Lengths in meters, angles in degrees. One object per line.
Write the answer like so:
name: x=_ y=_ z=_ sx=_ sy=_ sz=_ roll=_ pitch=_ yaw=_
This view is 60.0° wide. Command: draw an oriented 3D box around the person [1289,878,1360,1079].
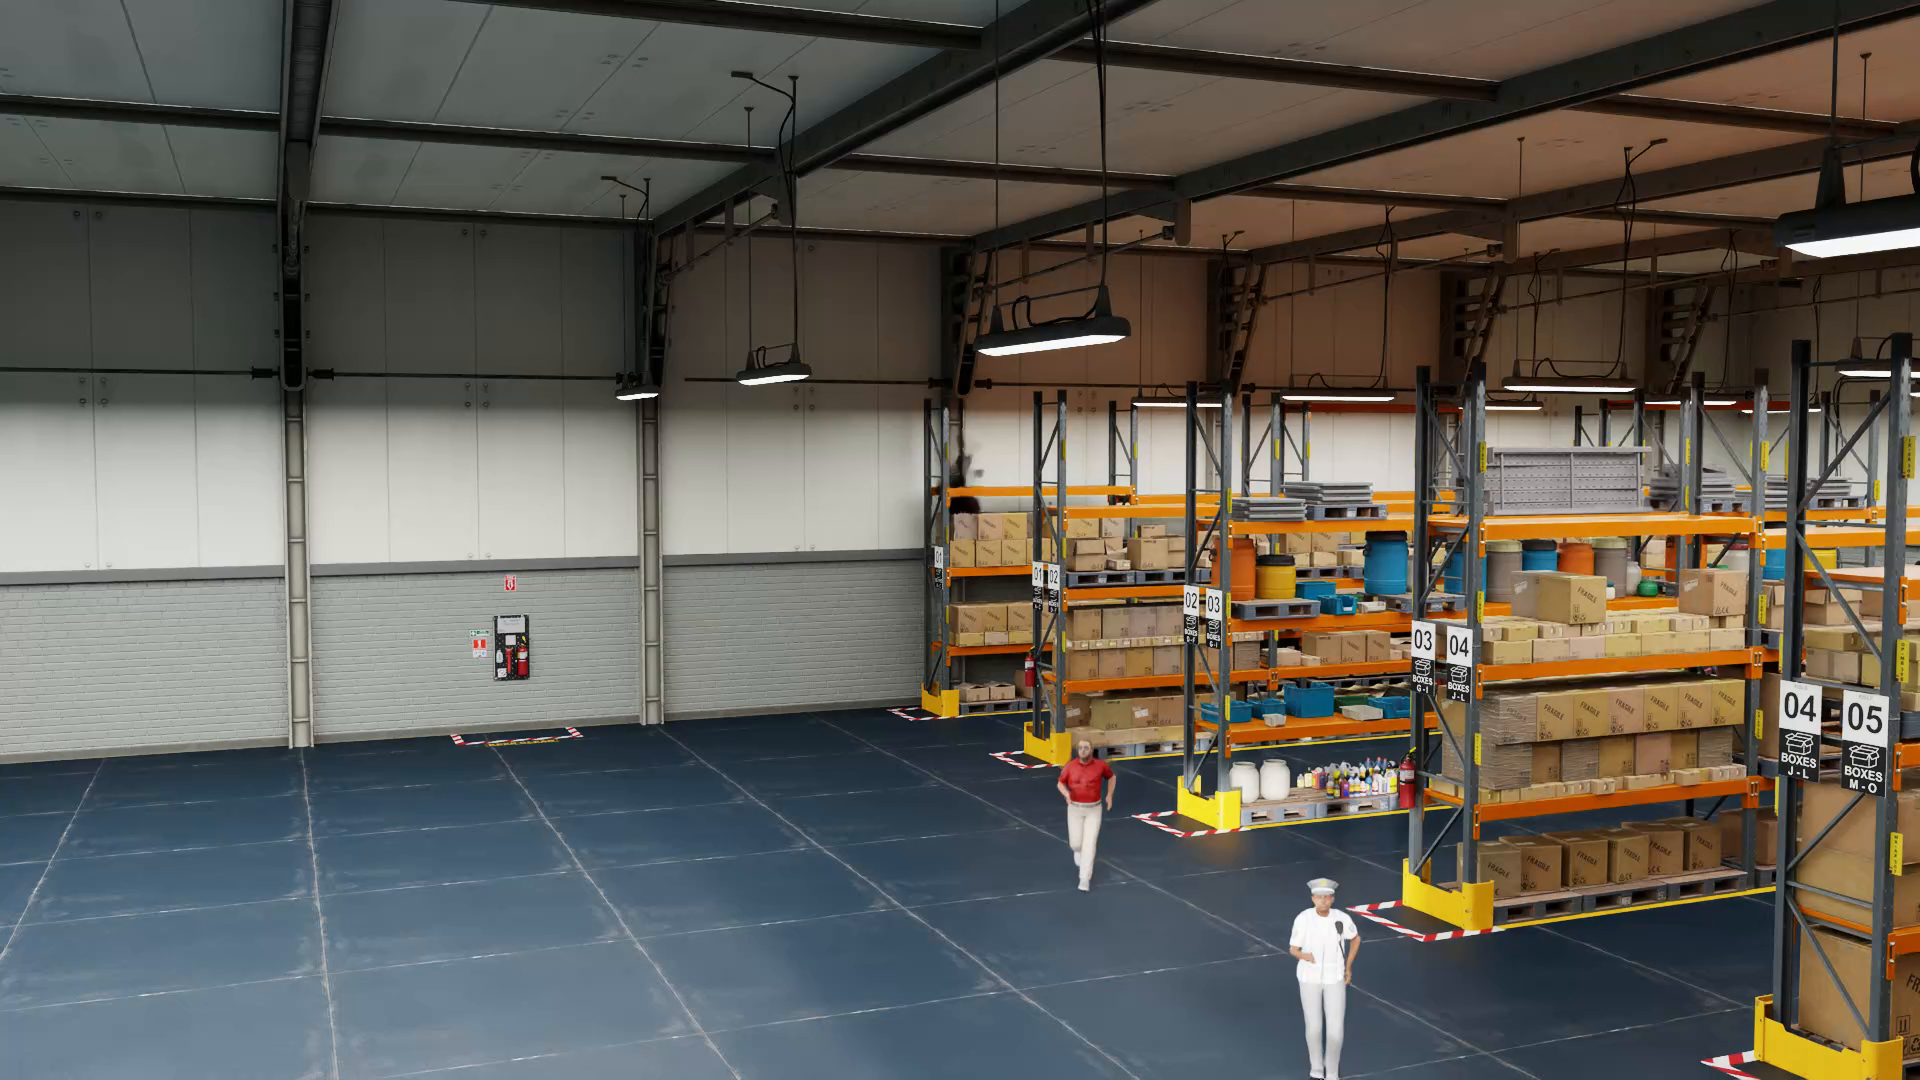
person: x=2.898 y=3.547 z=13.237 sx=0.555 sy=1.731 sz=0.665 roll=1 pitch=3 yaw=13

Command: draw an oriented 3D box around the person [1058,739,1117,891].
person: x=1.464 y=3.169 z=19.387 sx=0.678 sy=1.688 sz=0.946 roll=1 pitch=3 yaw=10
